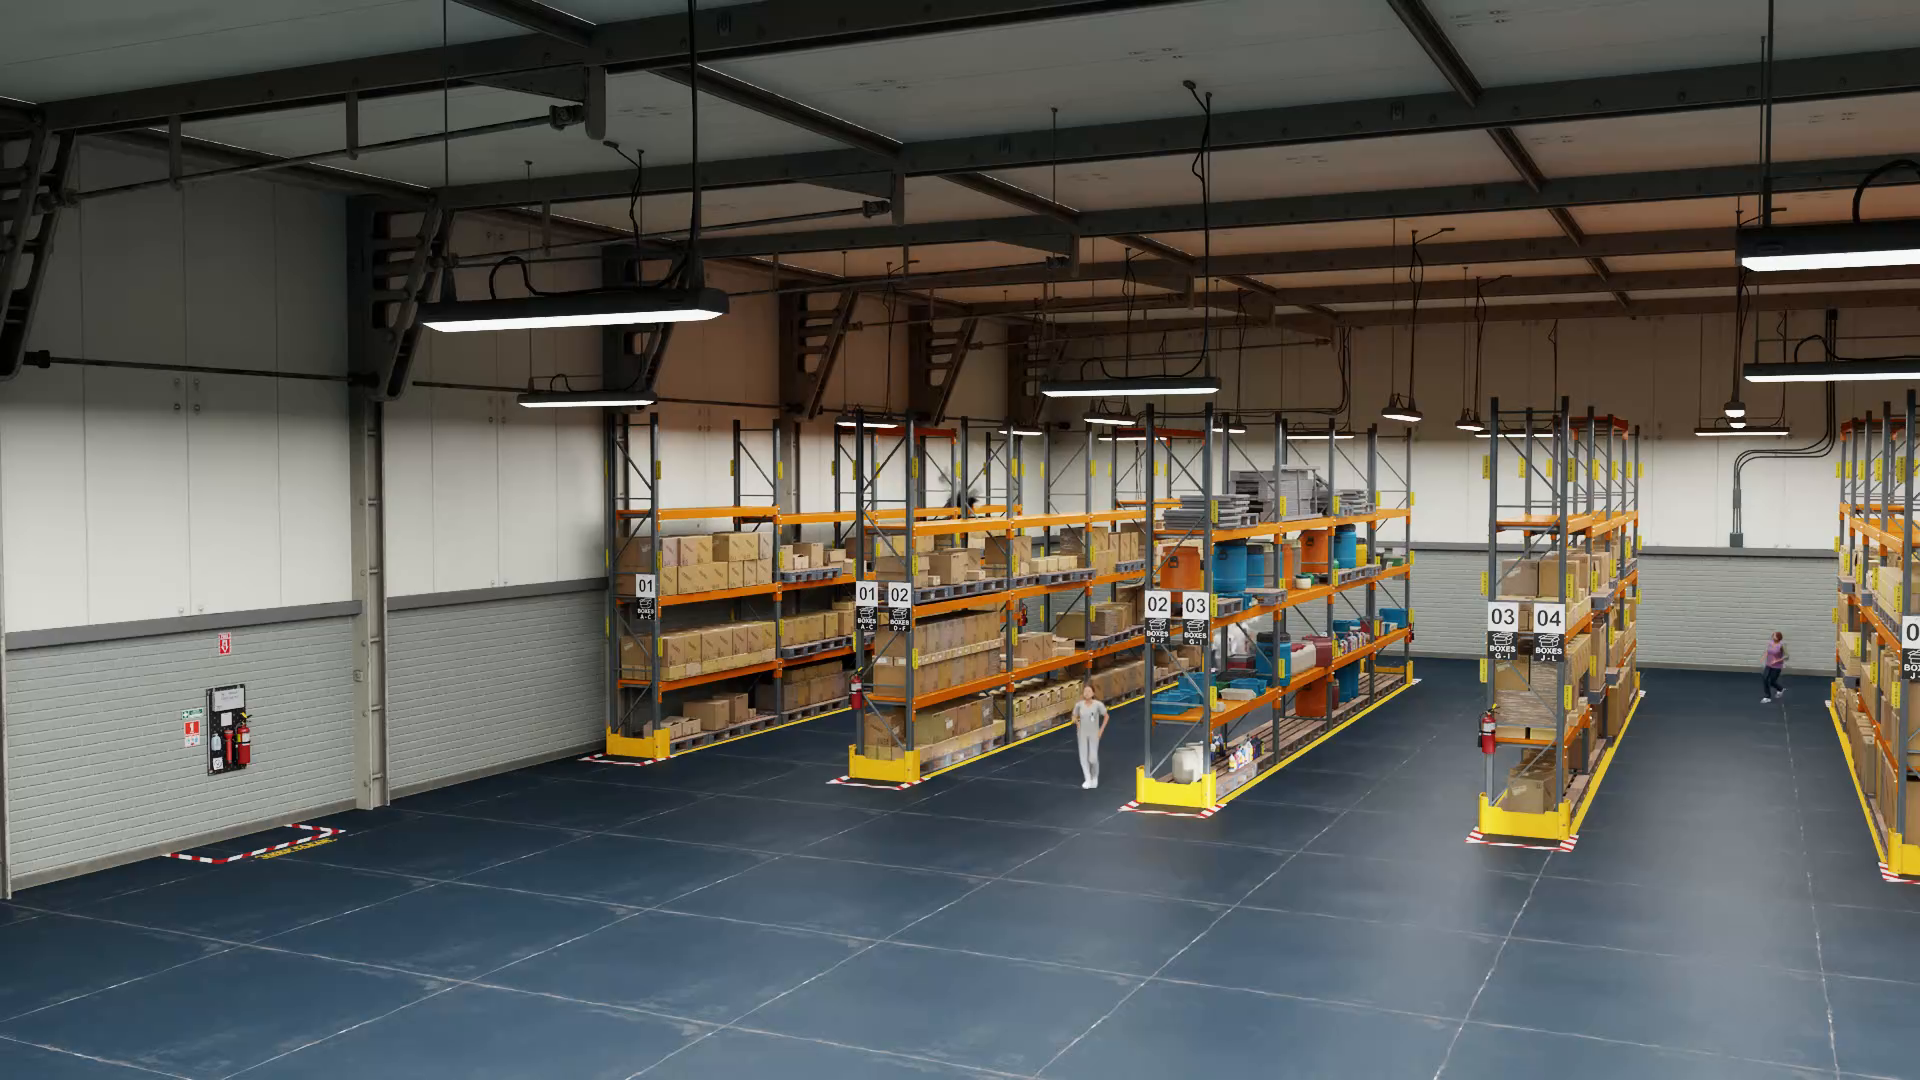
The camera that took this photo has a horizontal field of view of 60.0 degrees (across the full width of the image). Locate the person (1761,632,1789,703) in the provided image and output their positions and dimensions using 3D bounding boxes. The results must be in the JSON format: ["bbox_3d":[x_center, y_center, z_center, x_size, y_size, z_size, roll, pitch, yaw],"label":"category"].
[{"bbox_3d":[17.592,2.739,35.807,0.624,1.557,0.580,-1,3,-25],"label":"person"}]

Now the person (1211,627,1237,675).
[{"bbox_3d":[5.732,2.633,36.284,0.557,1.737,0.790,1,2,15],"label":"person"}]

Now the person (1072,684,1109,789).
[{"bbox_3d":[2.007,3.082,25.962,0.563,1.623,0.571,1,3,17],"label":"person"}]

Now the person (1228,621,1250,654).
[{"bbox_3d":[6.299,2.539,37.956,0.605,1.845,0.857,1,2,15],"label":"person"}]
